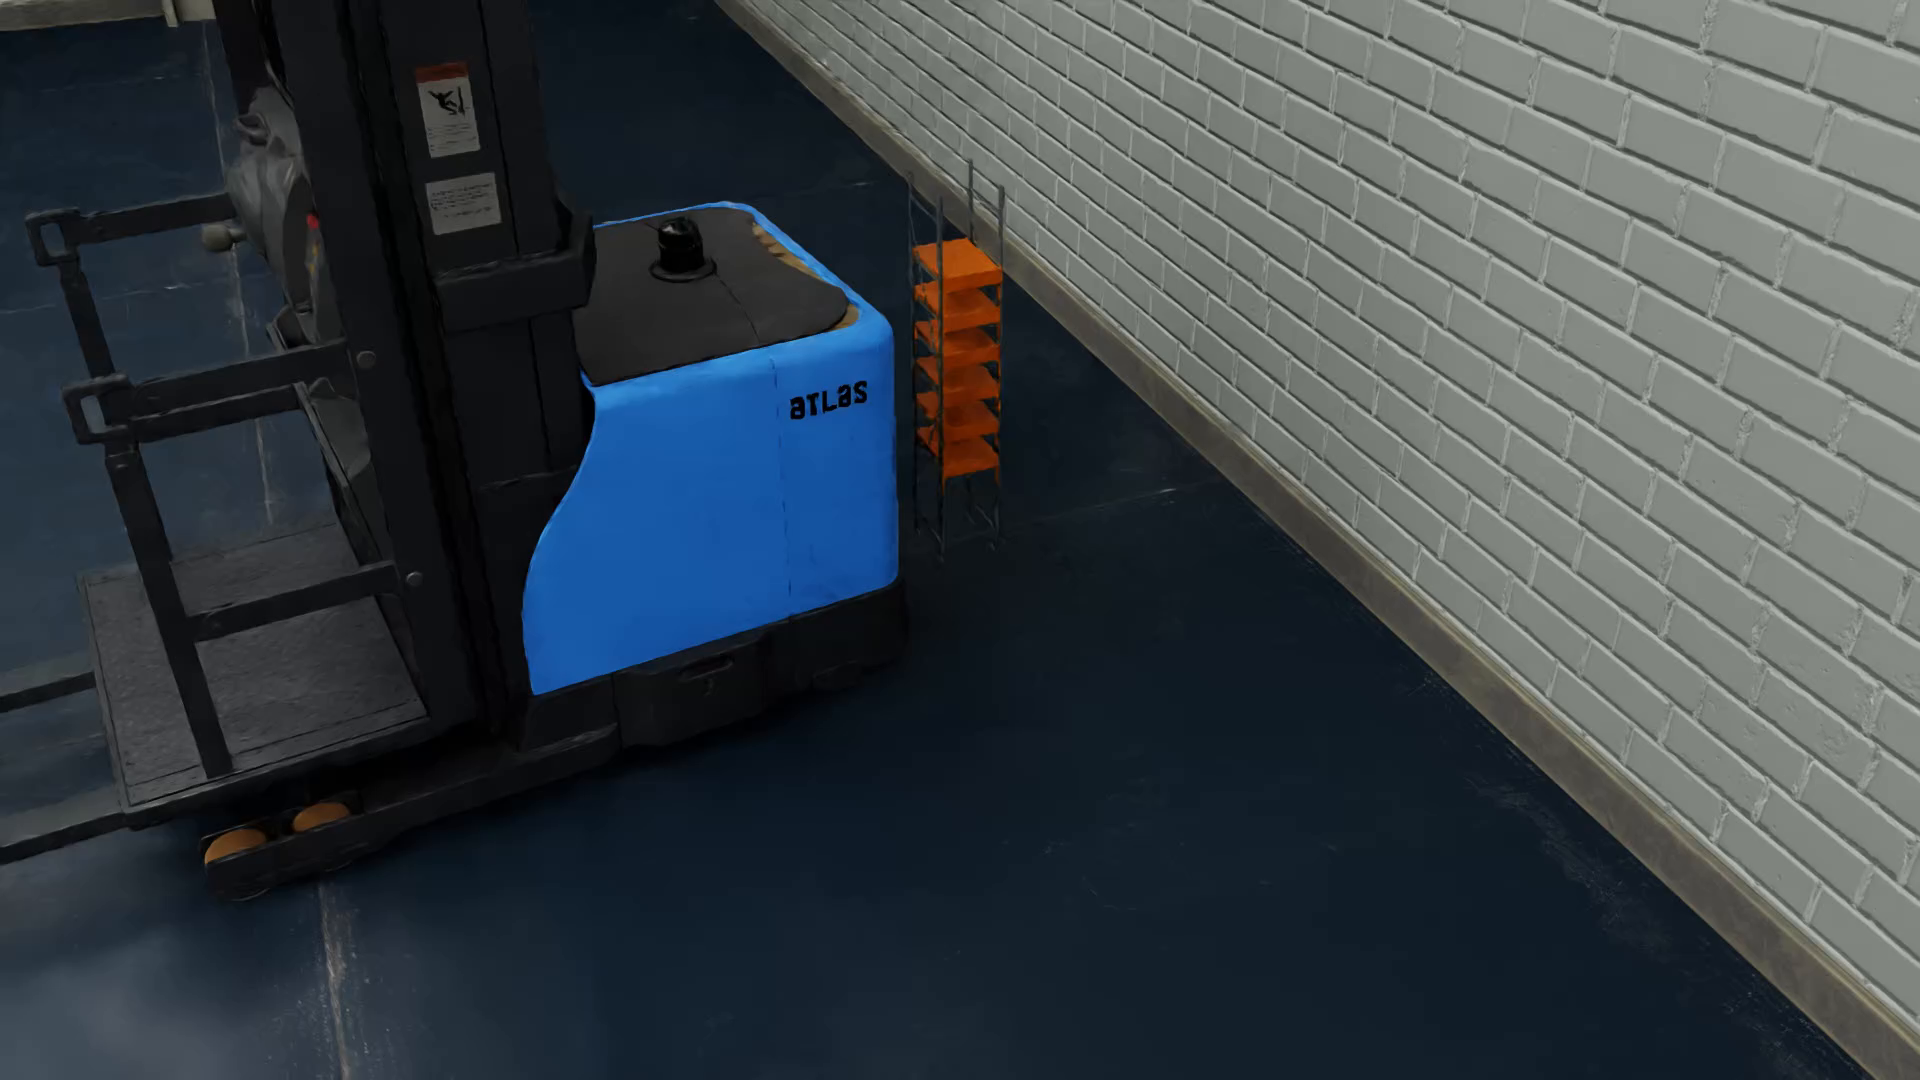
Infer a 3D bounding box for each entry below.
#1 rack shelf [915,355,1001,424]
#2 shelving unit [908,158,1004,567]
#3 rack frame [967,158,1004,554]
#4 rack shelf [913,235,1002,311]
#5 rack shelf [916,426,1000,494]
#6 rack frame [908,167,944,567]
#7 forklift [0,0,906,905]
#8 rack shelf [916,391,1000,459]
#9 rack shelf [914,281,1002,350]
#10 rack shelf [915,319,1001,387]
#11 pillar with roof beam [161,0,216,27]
[{"bbox_3d":[-0.013,-0.463,4.942,0.180,0.103,0.258,-13,35,-19],"label":"rack shelf"},{"bbox_3d":[-0.013,-0.500,4.918,0.189,1.200,0.258,-13,35,-19],"label":"shelving unit"},{"bbox_3d":[0.071,-0.519,4.948,0.006,1.200,0.240,-13,35,-19],"label":"rack frame"},{"bbox_3d":[-0.013,-0.764,4.746,0.180,0.103,0.258,-13,35,-19],"label":"rack shelf"},{"bbox_3d":[-0.013,-0.261,5.073,0.180,0.103,0.258,-13,35,-19],"label":"rack shelf"},{"bbox_3d":[-0.098,-0.481,4.888,0.006,1.200,0.240,-13,35,-19],"label":"rack frame"},{"bbox_3d":[-1.692,-0.706,3.648,3.031,2.935,1.130,-17,37,-24],"label":"forklift"},{"bbox_3d":[-0.013,-0.362,5.008,0.180,0.103,0.258,-13,35,-19],"label":"rack shelf"},{"bbox_3d":[-0.013,-0.664,4.811,0.180,0.103,0.258,-13,35,-19],"label":"rack shelf"},{"bbox_3d":[-0.013,-0.563,4.877,0.180,0.103,0.258,-13,35,-19],"label":"rack shelf"},{"bbox_3d":[-2.964,-4.804,4.382,0.400,9.000,9.100,-13,35,-19],"label":"pillar with roof beam"}]
